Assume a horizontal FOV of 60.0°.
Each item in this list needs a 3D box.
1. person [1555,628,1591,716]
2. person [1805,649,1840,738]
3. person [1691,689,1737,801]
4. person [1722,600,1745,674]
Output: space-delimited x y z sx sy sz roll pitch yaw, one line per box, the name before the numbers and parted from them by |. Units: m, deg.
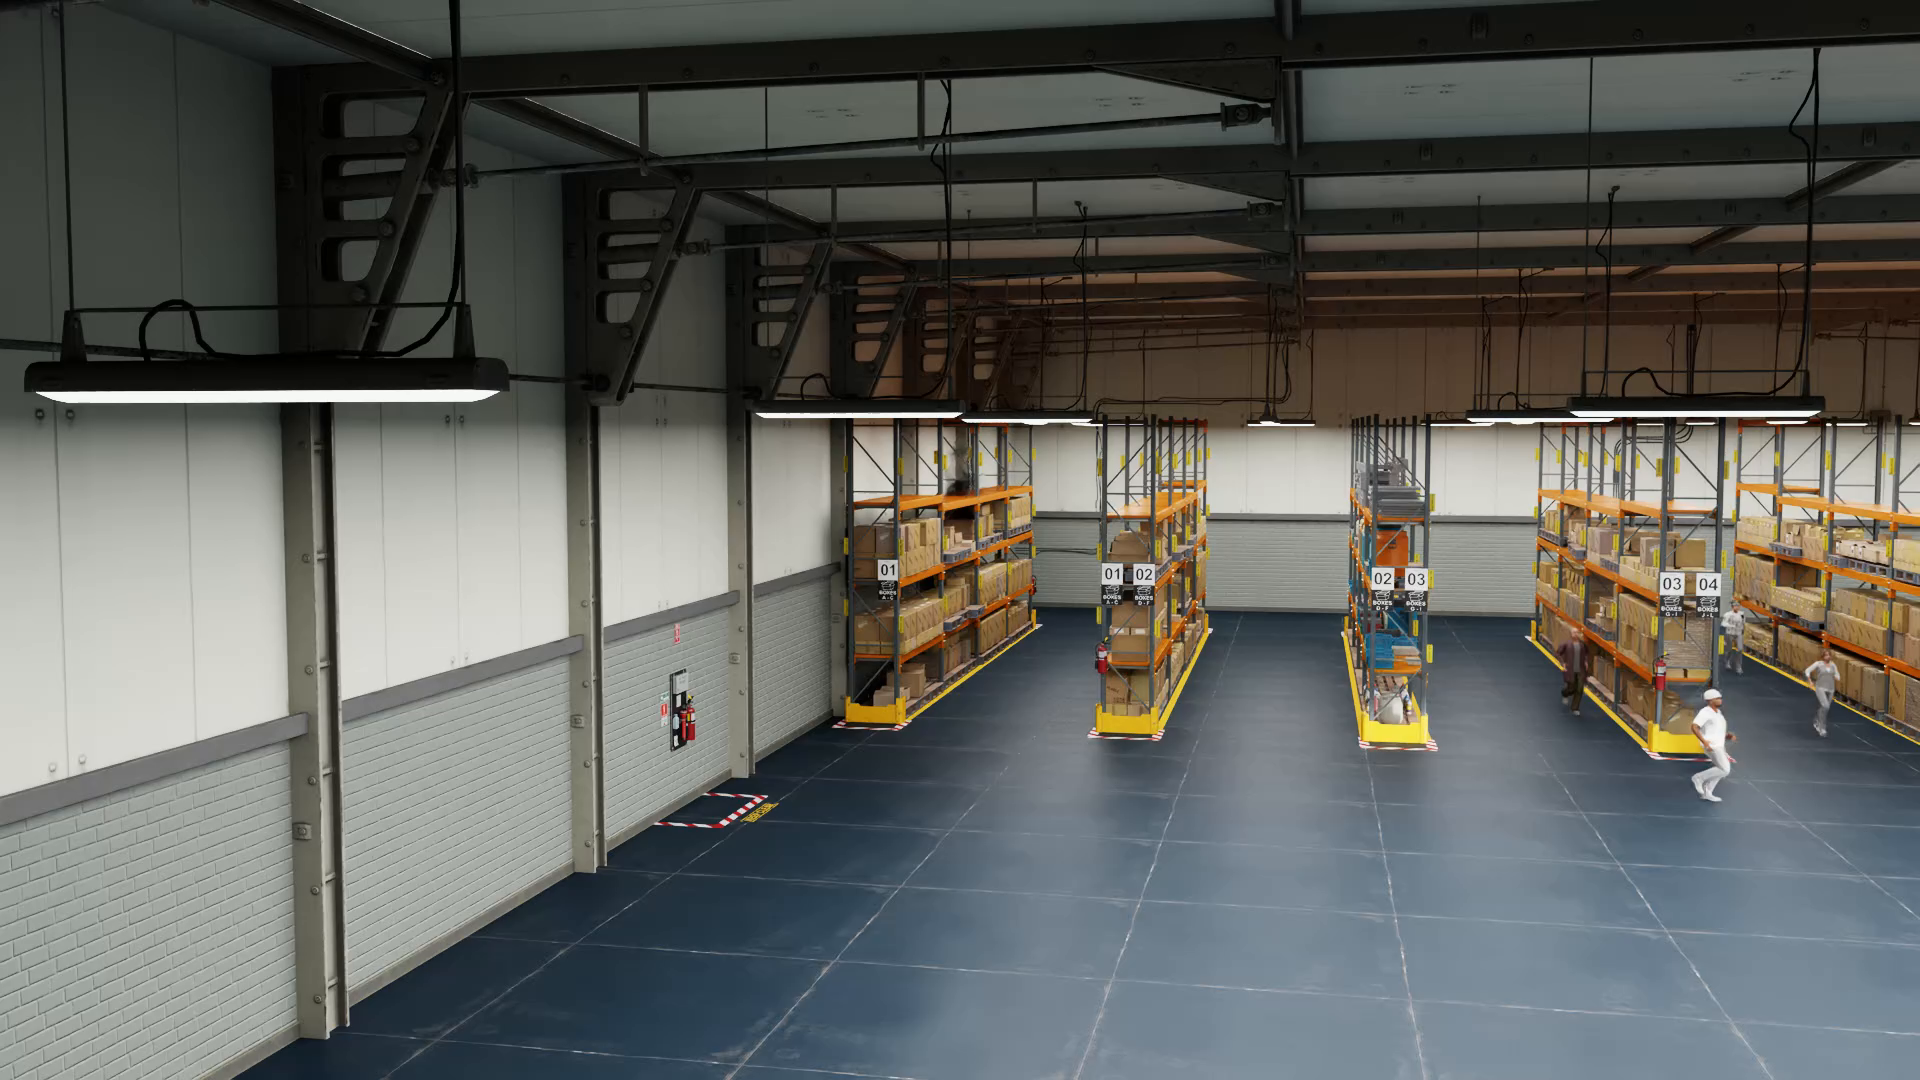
person | 12.366 2.733 33.503 0.710 1.537 0.756 0 4 3
person | 16.137 2.854 31.058 0.504 1.644 0.711 0 4 -4
person | 11.602 3.160 25.576 0.580 1.722 0.699 3 5 40
person | 18.262 2.269 39.253 0.552 1.727 0.827 1 4 15
